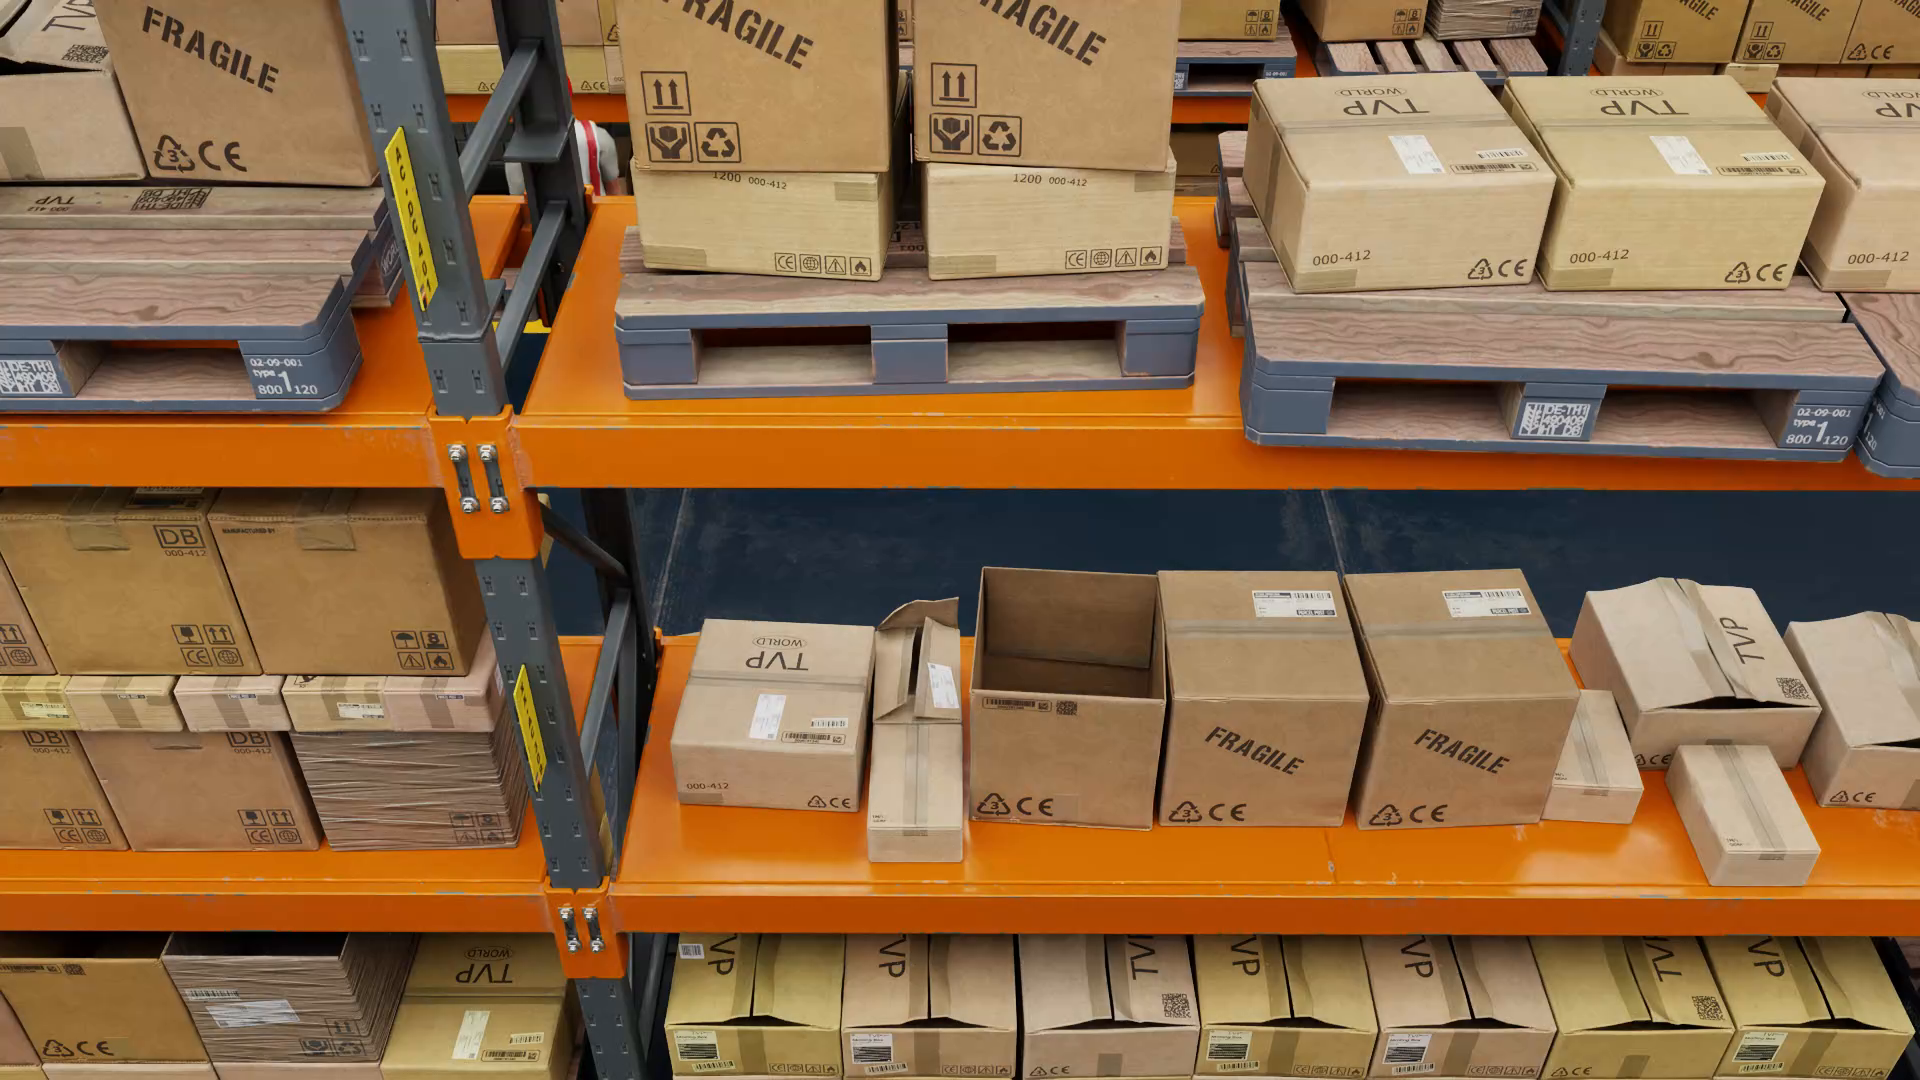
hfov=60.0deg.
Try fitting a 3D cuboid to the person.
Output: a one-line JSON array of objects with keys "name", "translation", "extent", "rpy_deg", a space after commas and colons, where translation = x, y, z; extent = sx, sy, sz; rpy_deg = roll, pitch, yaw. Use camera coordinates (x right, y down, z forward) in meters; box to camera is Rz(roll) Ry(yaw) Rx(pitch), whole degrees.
[{"name": "person", "translation": [-1.834, -1.415, 7.865], "extent": [0.534, 1.795, 0.369], "rpy_deg": [-17, 42, -20]}]
